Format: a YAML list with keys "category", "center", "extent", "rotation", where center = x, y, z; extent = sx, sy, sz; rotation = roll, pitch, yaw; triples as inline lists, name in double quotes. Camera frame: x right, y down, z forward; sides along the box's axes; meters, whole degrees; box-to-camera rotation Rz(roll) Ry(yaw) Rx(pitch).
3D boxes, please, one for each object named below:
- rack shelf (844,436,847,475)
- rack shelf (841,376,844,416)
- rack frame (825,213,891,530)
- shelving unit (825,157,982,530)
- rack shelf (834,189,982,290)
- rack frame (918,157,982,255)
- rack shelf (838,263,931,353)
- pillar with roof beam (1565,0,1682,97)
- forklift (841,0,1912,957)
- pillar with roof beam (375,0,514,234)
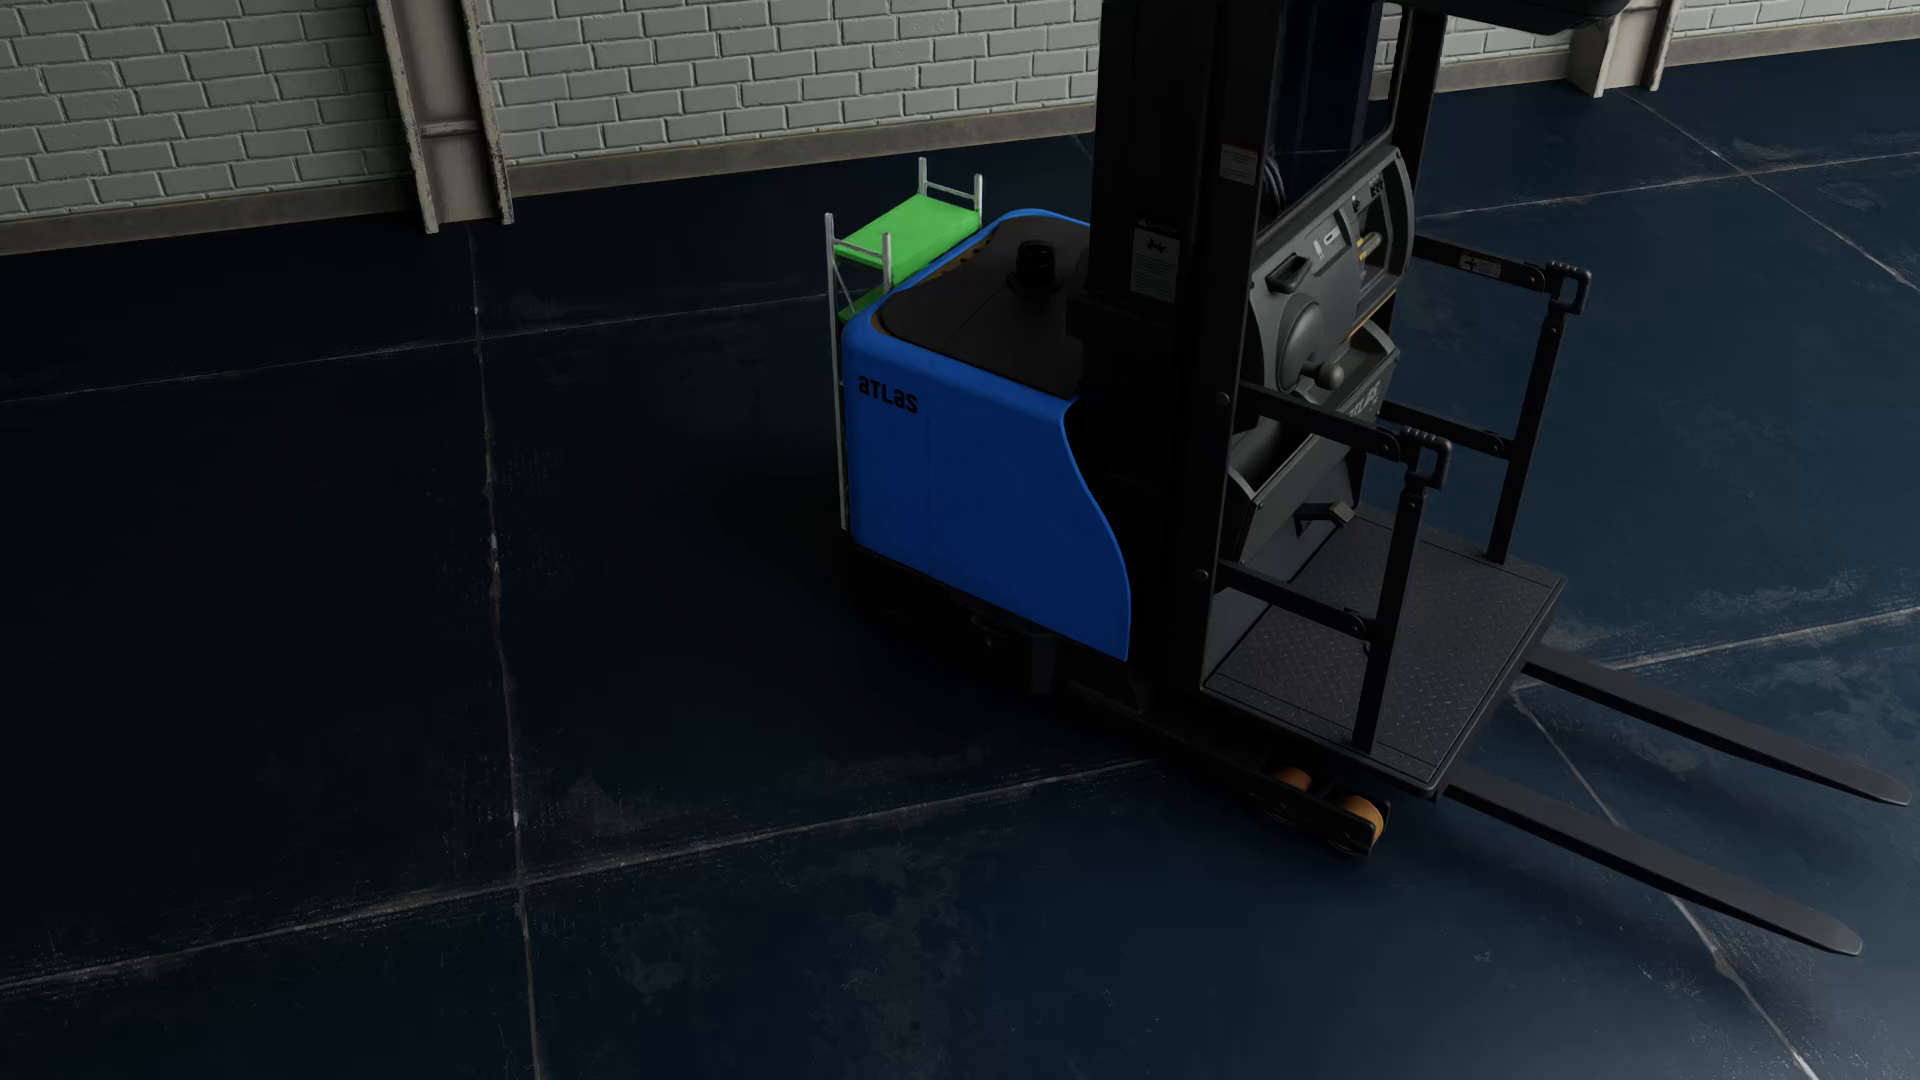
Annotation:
- category: "rack shelf"
  center: [-0.172, -0.359, 5.732]
  extent: [0.258, 0.148, 0.480]
  rotation: [23, 43, 27]
- category: "rack shelf"
  center: [-0.172, -0.550, 5.586]
  extent: [0.258, 0.148, 0.480]
  rotation: [23, 43, 27]
- category: "rack frame"
  center: [-0.311, -0.479, 5.388]
  extent: [0.240, 1.200, 0.015]
  rotation: [23, 43, 27]
- category: "shelving unit"
  center: [-0.172, -0.601, 5.548]
  extent: [0.258, 1.200, 0.503]
  rotation: [23, 43, 27]
- category: "rack shelf"
  center: [-0.172, -0.931, 5.295]
  extent: [0.258, 0.148, 0.480]
  rotation: [23, 43, 27]
- category: "rack frame"
  center: [-0.032, -0.722, 5.707]
  extent: [0.240, 1.200, 0.015]
  rotation: [23, 43, 27]
- category: "rack shelf"
  center: [-0.172, -0.741, 5.441]
  extent: [0.258, 0.148, 0.480]
  rotation: [23, 43, 27]
- category: "pillar with roof beam"
  center: [4.631, -3.517, 2.941]
  extent: [0.400, 9.000, 9.100]
  rotation: [-9, 38, -12]
- category: "forklift"
  center: [1.139, -0.663, 4.205]
  extent: [3.031, 2.935, 1.130]
  rotation: [23, 43, 27]
- category: "pillar with roof beam"
  center: [-1.161, -2.566, 1.698]
  extent: [0.400, 9.000, 9.100]
  rotation: [-9, 38, -12]
